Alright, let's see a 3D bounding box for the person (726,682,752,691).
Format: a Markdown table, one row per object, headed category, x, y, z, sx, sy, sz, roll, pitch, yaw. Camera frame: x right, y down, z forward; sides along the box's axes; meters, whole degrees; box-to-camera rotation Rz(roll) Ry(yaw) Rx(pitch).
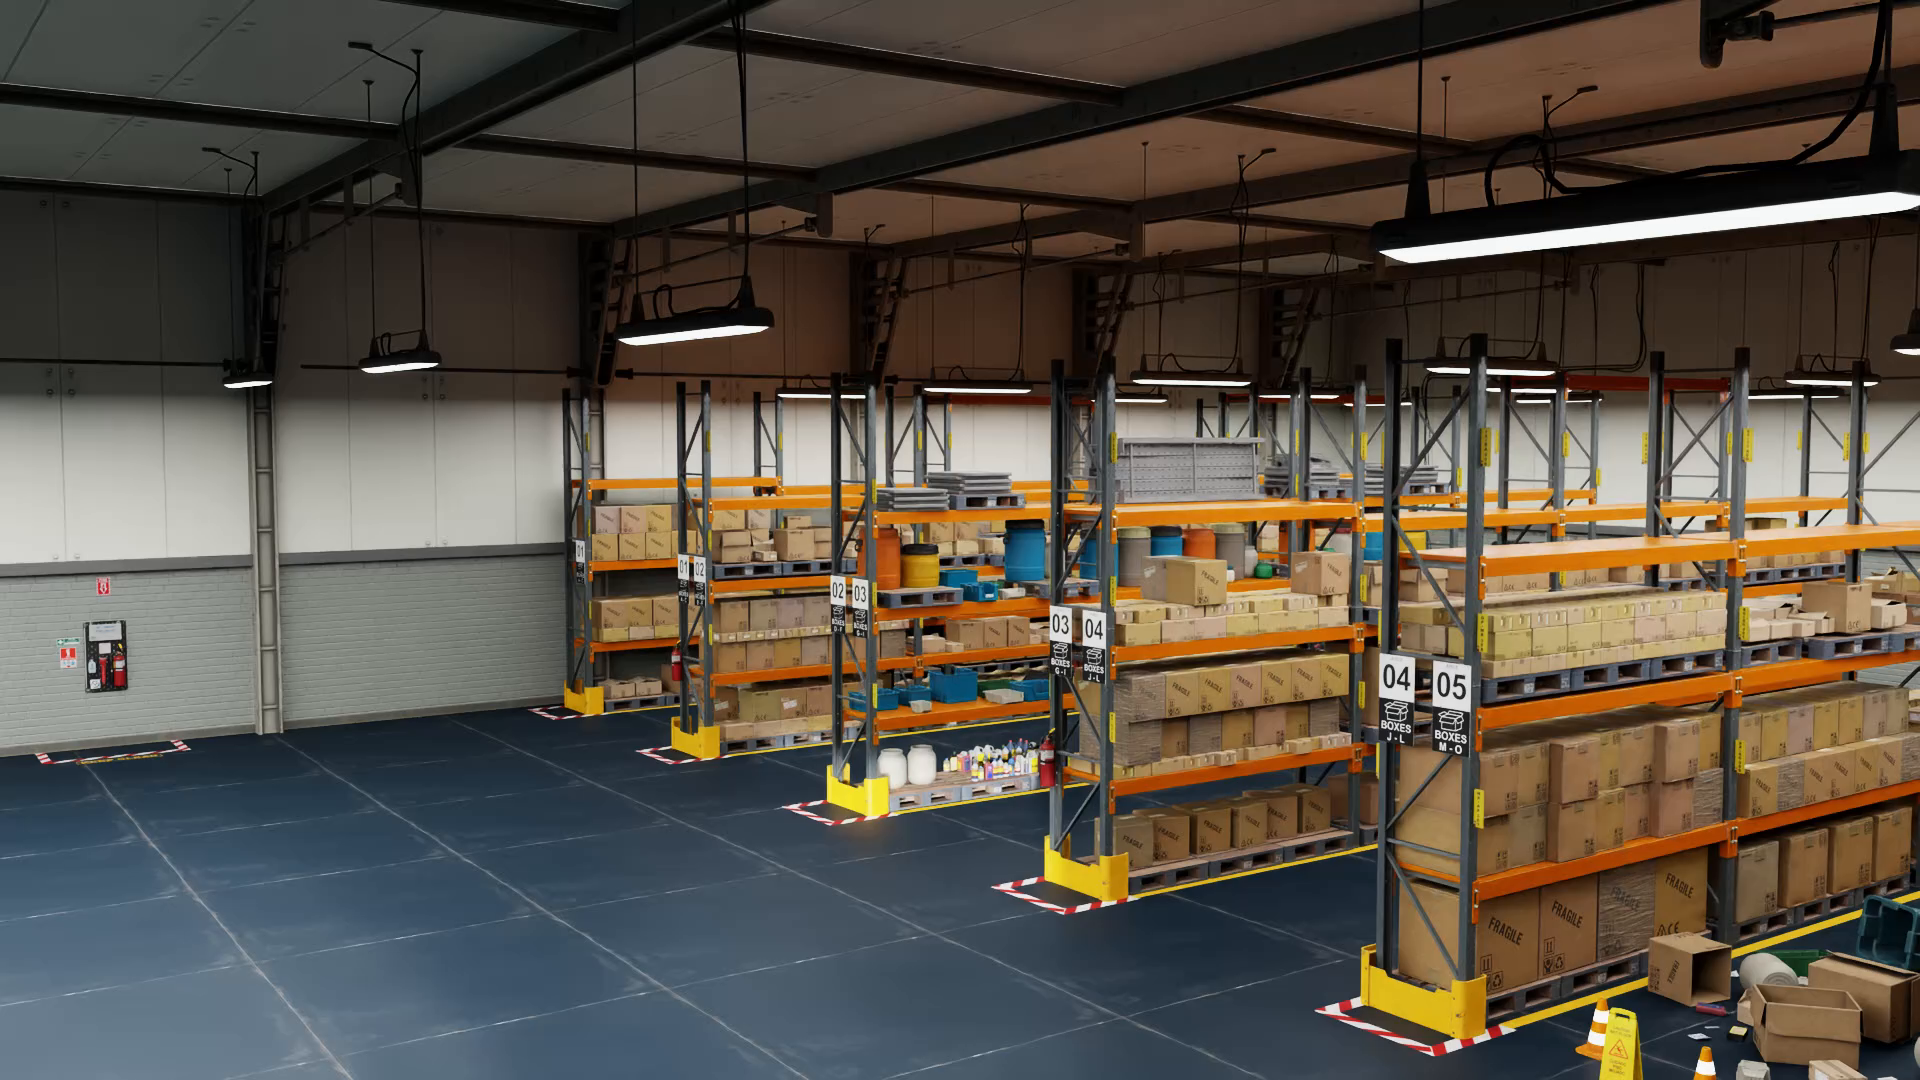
| category | x | y | z | sx | sy | sz | roll | pitch | yaw |
| --- | --- | --- | --- | --- | --- | --- | --- | --- | --- |
| person | -3.909 | 2.412 | 29.109 | 0.619 | 1.766 | 0.926 | 3 | 5 | 41 |
